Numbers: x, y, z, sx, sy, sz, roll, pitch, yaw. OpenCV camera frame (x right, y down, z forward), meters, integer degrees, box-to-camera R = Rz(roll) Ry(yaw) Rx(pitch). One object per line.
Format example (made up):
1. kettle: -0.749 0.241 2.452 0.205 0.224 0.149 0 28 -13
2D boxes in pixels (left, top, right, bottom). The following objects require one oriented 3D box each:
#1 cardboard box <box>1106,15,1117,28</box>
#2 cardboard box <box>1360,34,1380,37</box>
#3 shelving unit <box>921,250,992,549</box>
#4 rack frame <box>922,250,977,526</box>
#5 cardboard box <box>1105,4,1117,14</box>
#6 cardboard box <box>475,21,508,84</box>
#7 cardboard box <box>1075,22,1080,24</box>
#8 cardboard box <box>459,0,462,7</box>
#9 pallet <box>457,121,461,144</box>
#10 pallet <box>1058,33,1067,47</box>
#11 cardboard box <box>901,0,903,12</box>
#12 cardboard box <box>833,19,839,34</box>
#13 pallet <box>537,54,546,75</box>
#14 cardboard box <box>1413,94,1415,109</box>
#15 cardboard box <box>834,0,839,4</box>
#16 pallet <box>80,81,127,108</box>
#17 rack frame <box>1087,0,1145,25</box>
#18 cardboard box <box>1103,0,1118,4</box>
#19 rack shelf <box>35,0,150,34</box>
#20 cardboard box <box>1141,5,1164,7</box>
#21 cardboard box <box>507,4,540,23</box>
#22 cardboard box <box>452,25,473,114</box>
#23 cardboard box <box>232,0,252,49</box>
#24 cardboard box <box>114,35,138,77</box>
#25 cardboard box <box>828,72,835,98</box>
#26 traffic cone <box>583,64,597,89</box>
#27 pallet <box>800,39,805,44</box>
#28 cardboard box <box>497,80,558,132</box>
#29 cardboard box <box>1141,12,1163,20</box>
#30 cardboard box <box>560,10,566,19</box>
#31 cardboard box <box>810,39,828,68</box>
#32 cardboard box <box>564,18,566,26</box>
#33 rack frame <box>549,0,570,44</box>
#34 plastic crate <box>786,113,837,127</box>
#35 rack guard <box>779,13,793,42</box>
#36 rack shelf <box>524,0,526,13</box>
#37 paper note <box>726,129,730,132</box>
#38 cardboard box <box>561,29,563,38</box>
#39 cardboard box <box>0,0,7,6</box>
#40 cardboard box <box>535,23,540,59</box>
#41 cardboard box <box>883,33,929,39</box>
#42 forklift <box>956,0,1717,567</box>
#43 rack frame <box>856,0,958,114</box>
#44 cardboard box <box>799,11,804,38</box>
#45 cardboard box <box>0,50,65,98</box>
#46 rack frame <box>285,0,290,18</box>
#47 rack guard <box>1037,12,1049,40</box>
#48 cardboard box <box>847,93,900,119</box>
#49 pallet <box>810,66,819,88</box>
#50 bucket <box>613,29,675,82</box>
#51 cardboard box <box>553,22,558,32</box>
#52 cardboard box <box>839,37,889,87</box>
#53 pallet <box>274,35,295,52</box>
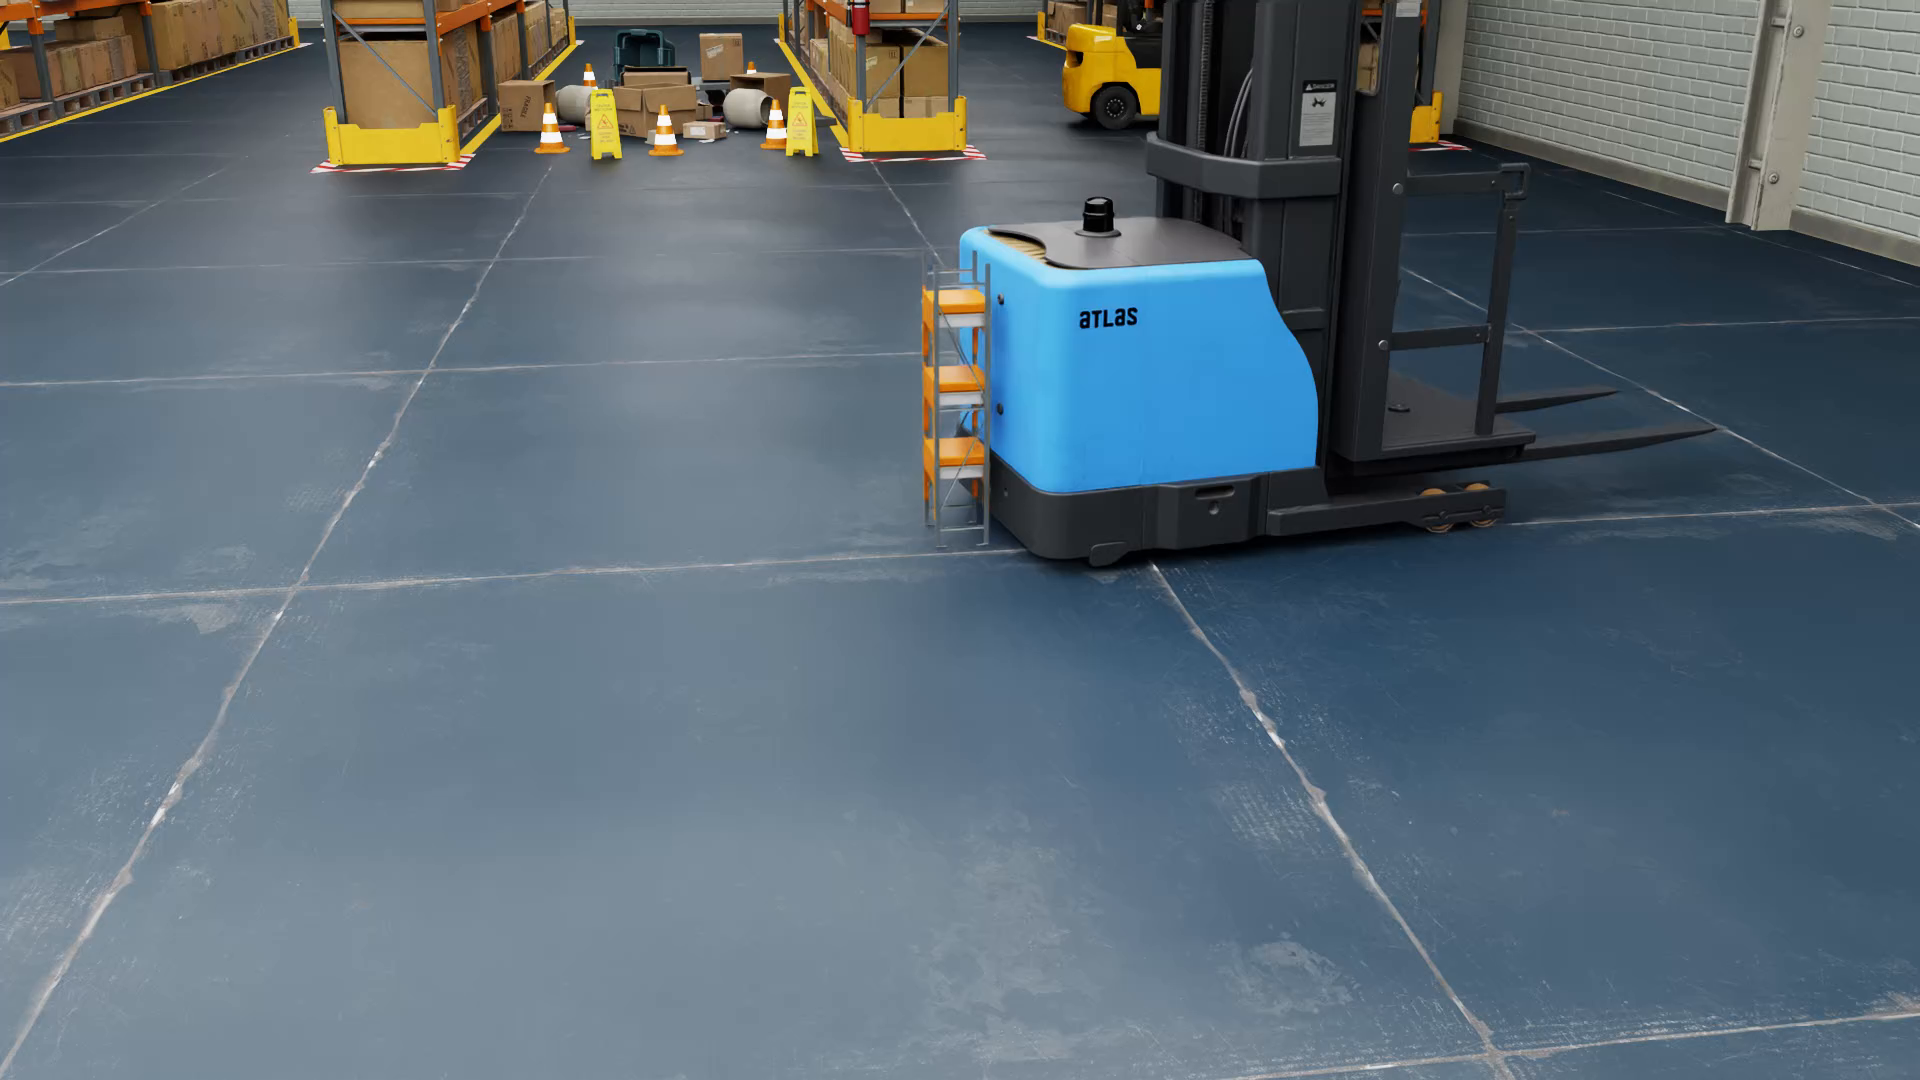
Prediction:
1. cardboard box: 2.661 -8.223 26.919 0.500 0.500 0.500 -4 21 -9
2. cardboard box: 4.371 -5.478 18.497 0.500 0.250 0.500 -3 21 -8
3. shelving unit: -0.014 -0.509 6.078 0.215 1.050 0.252 -4 21 -10
4. rack frame: -0.036 -0.551 6.191 0.200 1.050 0.008 -4 21 -10
5. cardboard box: 2.613 -8.745 27.389 0.380 0.149 0.250 -4 21 -11
6. cardboard box: -6.296 -6.115 20.916 1.050 0.750 0.750 -3 21 -8
7. cardboard box: 2.238 -8.951 29.202 0.396 0.266 0.258 -2 21 -6
8. cardboard box: -5.678 -5.810 17.270 0.875 0.550 0.500 -3 21 -8
9. pallet: -5.598 -4.009 16.648 1.003 0.211 1.213 -3 21 -8
10. pallet: 2.383 -9.088 30.248 1.003 0.211 1.213 -3 21 -8
11. cardboard box: -0.416 -5.424 16.811 0.380 0.149 0.250 -3 21 -7
12. cardboard box: -1.246 -5.834 18.879 0.380 0.149 0.250 -2 21 -6
13. pallet: -6.842 -7.198 25.187 1.003 0.211 1.213 -3 21 -8
14. cardboard box: 4.513 -4.667 17.755 0.500 0.250 0.500 -3 21 -8
15. cardboard box: -1.195 -6.026 18.421 0.380 0.149 0.250 -3 21 -7
16. pallet: -11.197 -5.599 20.904 1.003 0.211 1.213 -3 21 -8
17. rack frame: 2.660 -9.733 27.989 1.000 3.000 0.127 -3 21 -8
18. cardboard box: 2.533 -8.977 27.585 0.380 0.149 0.250 -4 21 -10
19. rack shelf: -11.193 -6.568 20.541 1.077 0.370 4.000 -3 21 -8
20. cardboard box: 3.135 -8.590 26.974 0.380 0.149 0.250 -2 21 -6
21. cardboard box: -6.626 -7.968 25.164 0.500 0.250 0.500 -4 21 -10
22. cardboard box: -5.827 -5.095 18.008 0.875 0.875 0.875 -3 21 -7
23. cardboard box: -12.074 -8.416 26.898 0.875 0.875 0.875 -3 21 -8
24. cardboard box: -11.365 -6.401 22.011 0.700 0.500 0.500 -4 21 -11
25. cardboard box: -1.280 -5.403 19.724 0.500 0.250 0.500 -4 21 -10
26. traffic cone: -4.681 -5.779 21.028 0.336 0.463 0.334 -3 21 -8
27. pallet: -2.283 -8.443 28.519 1.003 0.211 1.213 -3 21 -8
28. cardboard box: -4.742 -4.772 18.274 0.500 0.500 0.500 1 20 2
29. cardboard box: 2.915 -7.836 24.955 0.380 0.149 0.250 -4 21 -10
30. cardboard box: -7.242 -9.378 29.663 0.380 0.149 0.250 -3 21 -9
31. cardboard box: -1.603 -6.866 23.469 0.950 0.372 0.625 -4 21 -11
32. cardboard box: -7.353 -9.414 30.184 0.380 0.149 0.250 -3 21 -9
33. rack frame: -7.712 -10.582 30.262 1.000 3.000 0.127 -3 21 -8
34. plastic crate: -1.683 -4.759 18.844 0.402 0.080 0.583 -11 23 -26
35. rack guard: -2.831 -9.704 31.483 1.175 0.500 0.348 -3 21 -8
36. rack shelf: -6.847 -8.168 24.825 1.077 0.370 4.000 -3 21 -8
37. paper note: -2.601 -4.459 18.128 0.148 0.019 0.142 4 21 11
38. cardboard box: -7.192 -8.922 29.291 0.380 0.149 0.250 -4 21 -10
39. cardboard box: -10.433 -5.777 17.756 0.380 0.149 0.250 -3 21 -8
40. cardboard box: -6.562 -7.447 24.840 0.500 0.500 0.500 -3 21 -9
41. cardboard box: -0.597 -5.428 18.720 0.500 0.500 0.500 -2 21 -5
42. forklift: 1.560 -1.567 6.222 3.031 2.935 1.130 -7 21 -17
43. rack frame: -0.521 -5.327 16.192 1.000 3.000 0.127 -3 21 -8
44. cardboard box: -2.365 -9.011 29.117 0.875 0.438 0.875 -4 21 -9
45. cardboard box: -10.972 -5.461 19.494 0.700 0.500 0.500 -5 21 -12
46. rack frame: -12.634 -10.367 29.685 1.000 3.000 0.127 -3 21 -8
47. rack guard: 2.094 -9.921 32.064 1.175 0.500 0.348 -3 21 -8
48. cardboard box: -0.908 -4.510 17.334 0.500 0.250 0.500 -3 21 -8
49. pallet: -1.563 -6.520 23.371 1.003 0.211 1.213 -3 21 -8
50. bucket: -3.681 -5.675 19.630 0.726 0.611 0.620 4 11 11
51. cardboard box: -7.093 -8.786 28.501 0.380 0.149 0.250 -3 21 -8
52. cardboard box: -1.039 -5.207 18.128 0.500 0.500 0.500 -3 21 -9
53. pallet: -12.442 -8.788 29.443 1.003 0.211 1.213 -3 21 -8
